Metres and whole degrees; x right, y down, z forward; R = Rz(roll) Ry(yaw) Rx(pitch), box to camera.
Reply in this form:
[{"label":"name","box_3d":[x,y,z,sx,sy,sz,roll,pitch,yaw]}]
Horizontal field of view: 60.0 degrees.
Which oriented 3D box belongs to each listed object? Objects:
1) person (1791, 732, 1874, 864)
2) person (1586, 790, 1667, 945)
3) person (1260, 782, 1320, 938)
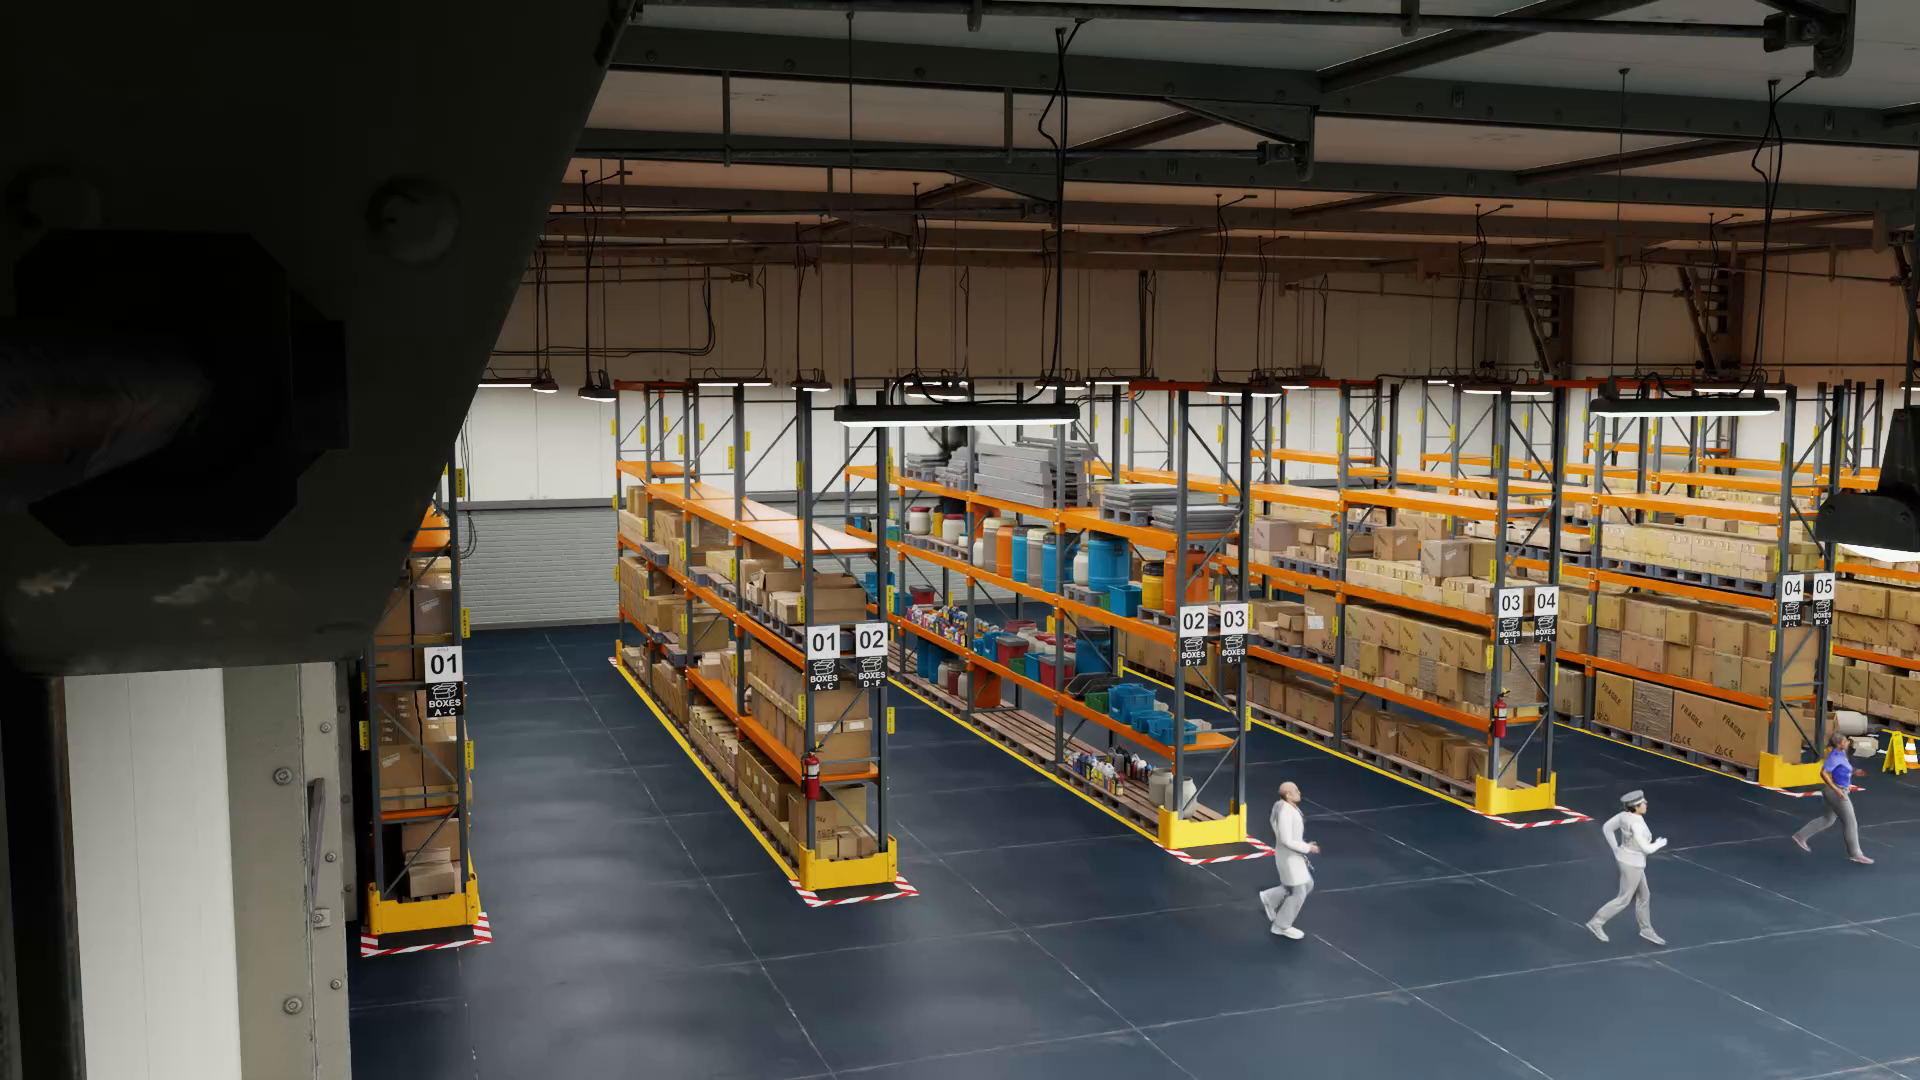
[{"label":"person","box_3d":[11.125,3.256,21.133,0.942,1.643,0.576,2,6,17]},{"label":"person","box_3d":[7.272,3.564,18.085,0.867,1.717,0.629,1,6,7]},{"label":"person","box_3d":[3.651,3.528,18.396,0.647,1.742,0.754,1,6,11]}]
